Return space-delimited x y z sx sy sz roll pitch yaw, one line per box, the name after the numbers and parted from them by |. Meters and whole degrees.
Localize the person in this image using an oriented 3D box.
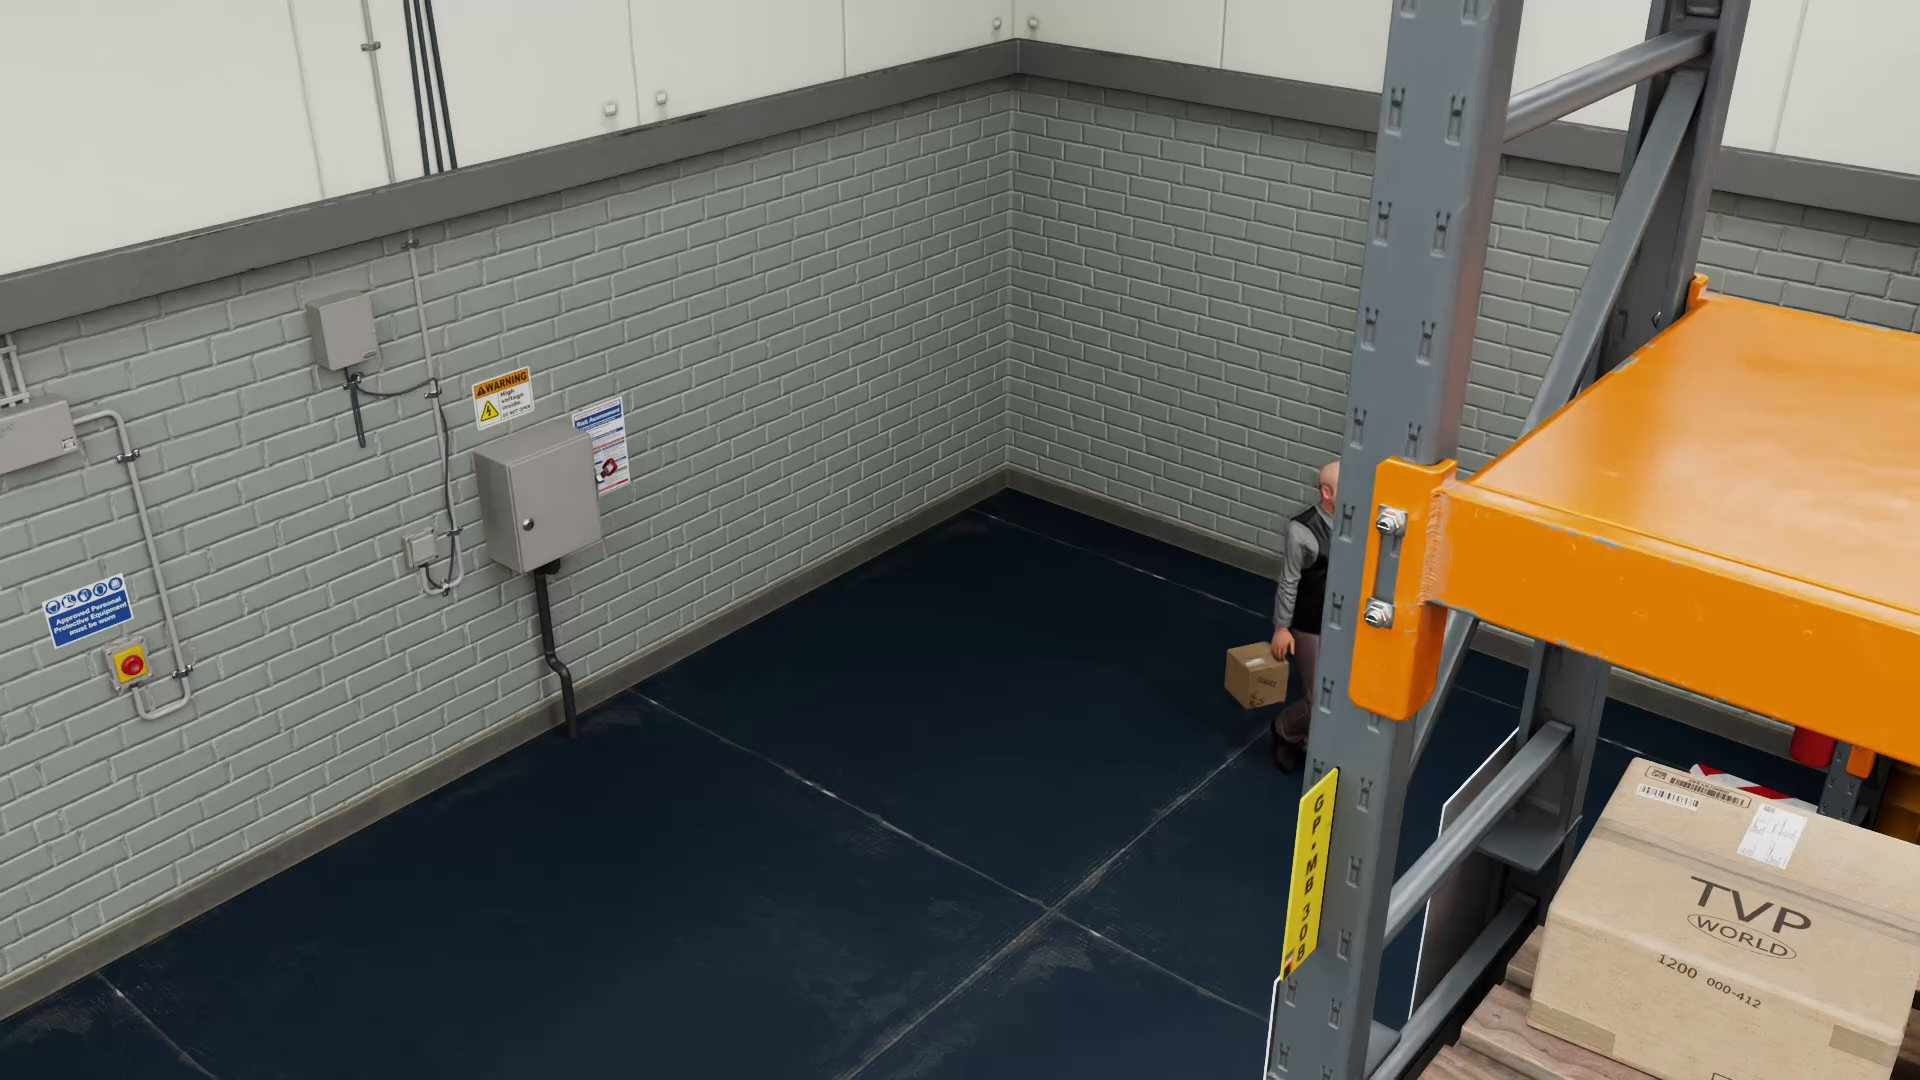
1.828 0.434 8.153 0.570 1.713 0.447 -15 31 -27 | person
